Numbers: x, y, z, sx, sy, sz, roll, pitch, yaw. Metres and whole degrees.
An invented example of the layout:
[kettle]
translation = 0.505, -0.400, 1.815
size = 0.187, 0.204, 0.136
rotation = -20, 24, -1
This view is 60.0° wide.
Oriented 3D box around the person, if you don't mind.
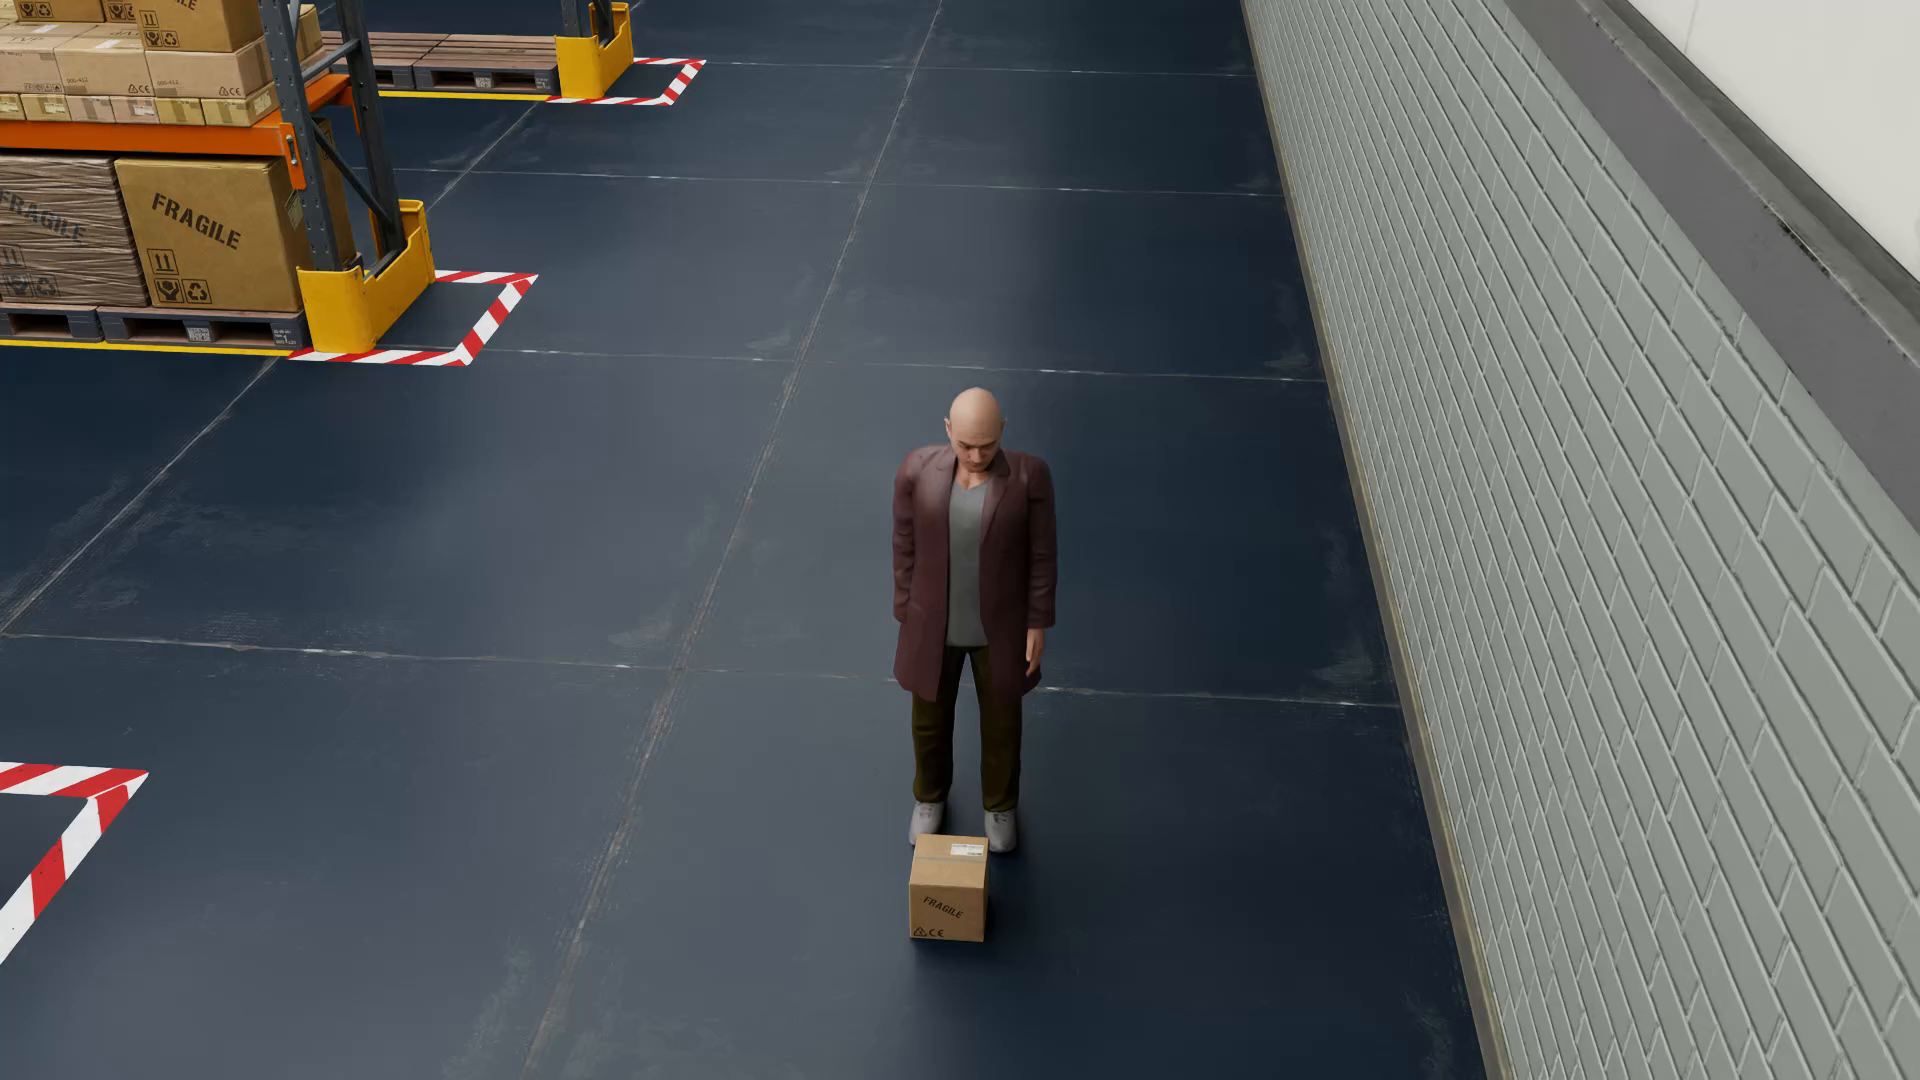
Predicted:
[person]
translation = 0.047, 0.298, 5.688
size = 0.569, 1.767, 0.378
rotation = 3, 32, 5
